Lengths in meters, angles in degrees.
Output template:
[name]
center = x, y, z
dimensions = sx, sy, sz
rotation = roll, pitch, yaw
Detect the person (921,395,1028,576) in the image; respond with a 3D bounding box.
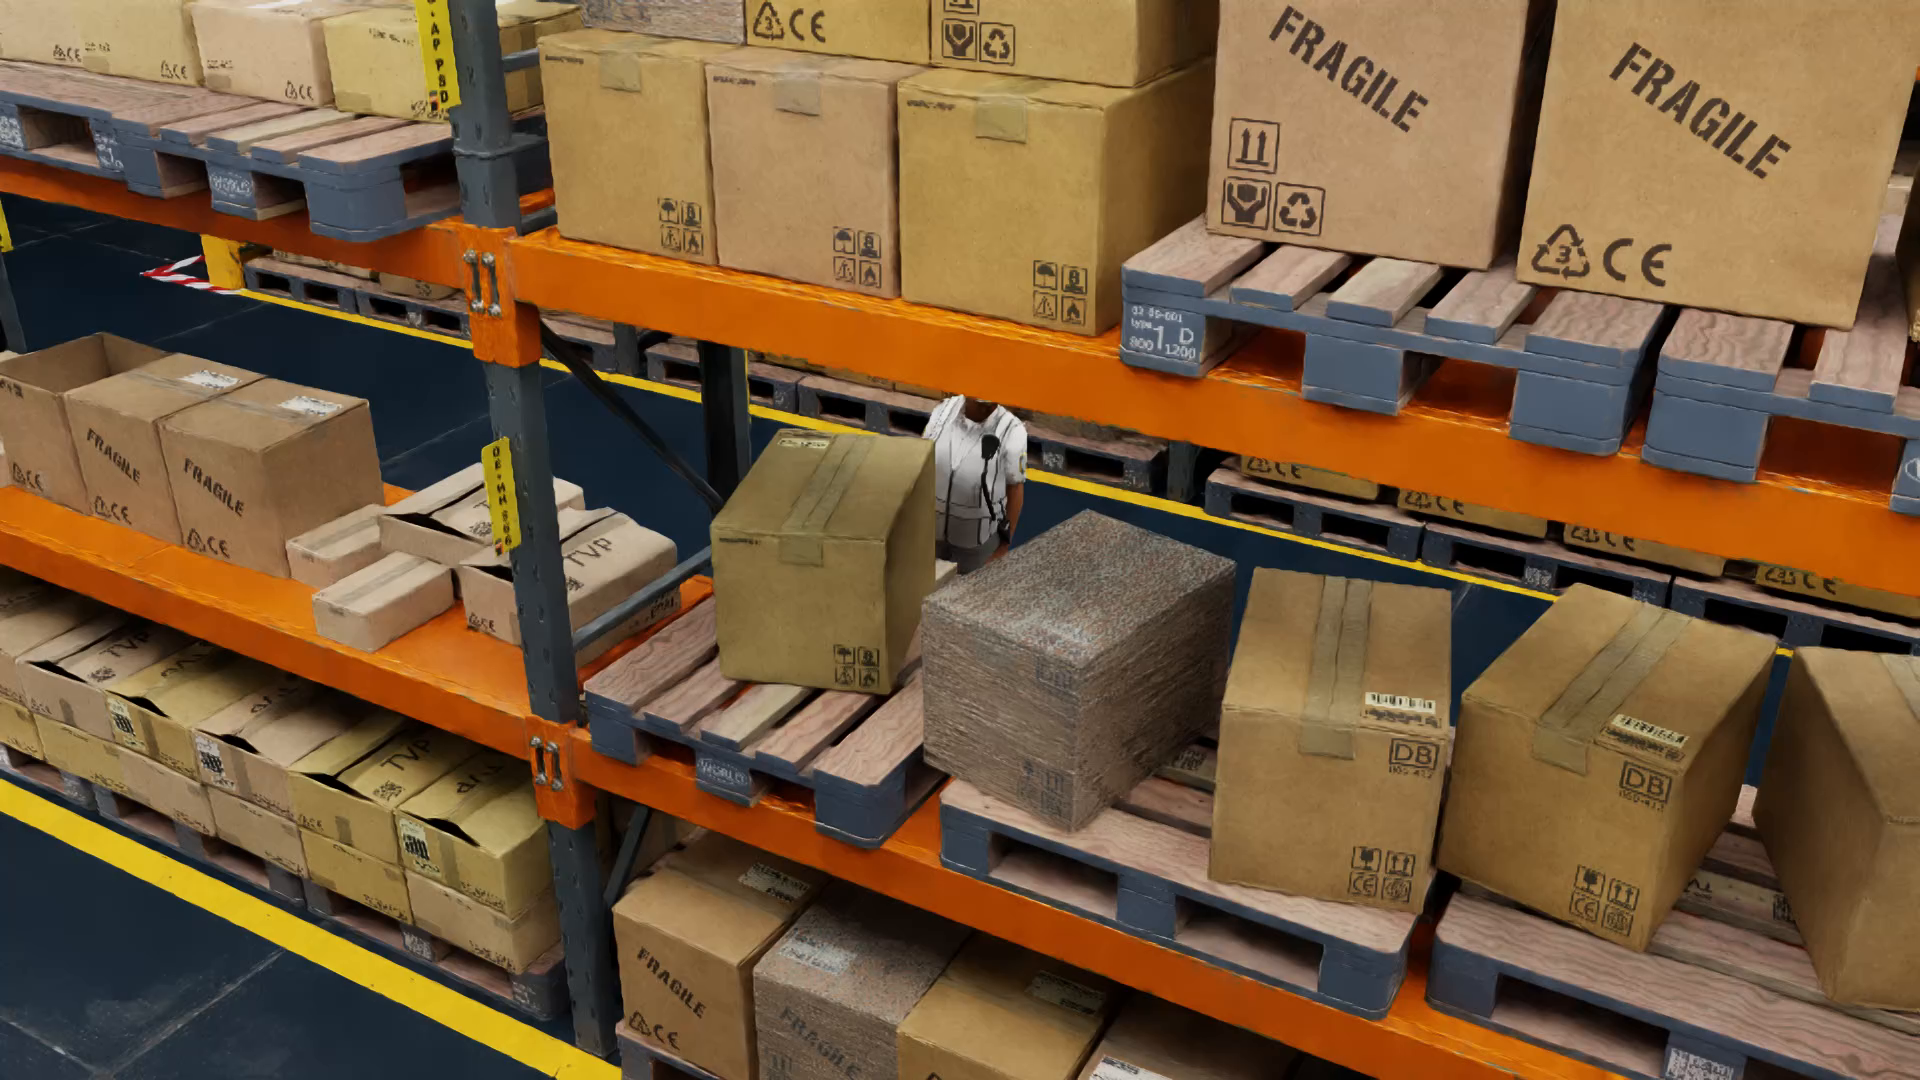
[person]
center = -0.029, -0.022, 7.151
dimensions = 0.609, 1.665, 0.452
rotation = 10, 28, 20
